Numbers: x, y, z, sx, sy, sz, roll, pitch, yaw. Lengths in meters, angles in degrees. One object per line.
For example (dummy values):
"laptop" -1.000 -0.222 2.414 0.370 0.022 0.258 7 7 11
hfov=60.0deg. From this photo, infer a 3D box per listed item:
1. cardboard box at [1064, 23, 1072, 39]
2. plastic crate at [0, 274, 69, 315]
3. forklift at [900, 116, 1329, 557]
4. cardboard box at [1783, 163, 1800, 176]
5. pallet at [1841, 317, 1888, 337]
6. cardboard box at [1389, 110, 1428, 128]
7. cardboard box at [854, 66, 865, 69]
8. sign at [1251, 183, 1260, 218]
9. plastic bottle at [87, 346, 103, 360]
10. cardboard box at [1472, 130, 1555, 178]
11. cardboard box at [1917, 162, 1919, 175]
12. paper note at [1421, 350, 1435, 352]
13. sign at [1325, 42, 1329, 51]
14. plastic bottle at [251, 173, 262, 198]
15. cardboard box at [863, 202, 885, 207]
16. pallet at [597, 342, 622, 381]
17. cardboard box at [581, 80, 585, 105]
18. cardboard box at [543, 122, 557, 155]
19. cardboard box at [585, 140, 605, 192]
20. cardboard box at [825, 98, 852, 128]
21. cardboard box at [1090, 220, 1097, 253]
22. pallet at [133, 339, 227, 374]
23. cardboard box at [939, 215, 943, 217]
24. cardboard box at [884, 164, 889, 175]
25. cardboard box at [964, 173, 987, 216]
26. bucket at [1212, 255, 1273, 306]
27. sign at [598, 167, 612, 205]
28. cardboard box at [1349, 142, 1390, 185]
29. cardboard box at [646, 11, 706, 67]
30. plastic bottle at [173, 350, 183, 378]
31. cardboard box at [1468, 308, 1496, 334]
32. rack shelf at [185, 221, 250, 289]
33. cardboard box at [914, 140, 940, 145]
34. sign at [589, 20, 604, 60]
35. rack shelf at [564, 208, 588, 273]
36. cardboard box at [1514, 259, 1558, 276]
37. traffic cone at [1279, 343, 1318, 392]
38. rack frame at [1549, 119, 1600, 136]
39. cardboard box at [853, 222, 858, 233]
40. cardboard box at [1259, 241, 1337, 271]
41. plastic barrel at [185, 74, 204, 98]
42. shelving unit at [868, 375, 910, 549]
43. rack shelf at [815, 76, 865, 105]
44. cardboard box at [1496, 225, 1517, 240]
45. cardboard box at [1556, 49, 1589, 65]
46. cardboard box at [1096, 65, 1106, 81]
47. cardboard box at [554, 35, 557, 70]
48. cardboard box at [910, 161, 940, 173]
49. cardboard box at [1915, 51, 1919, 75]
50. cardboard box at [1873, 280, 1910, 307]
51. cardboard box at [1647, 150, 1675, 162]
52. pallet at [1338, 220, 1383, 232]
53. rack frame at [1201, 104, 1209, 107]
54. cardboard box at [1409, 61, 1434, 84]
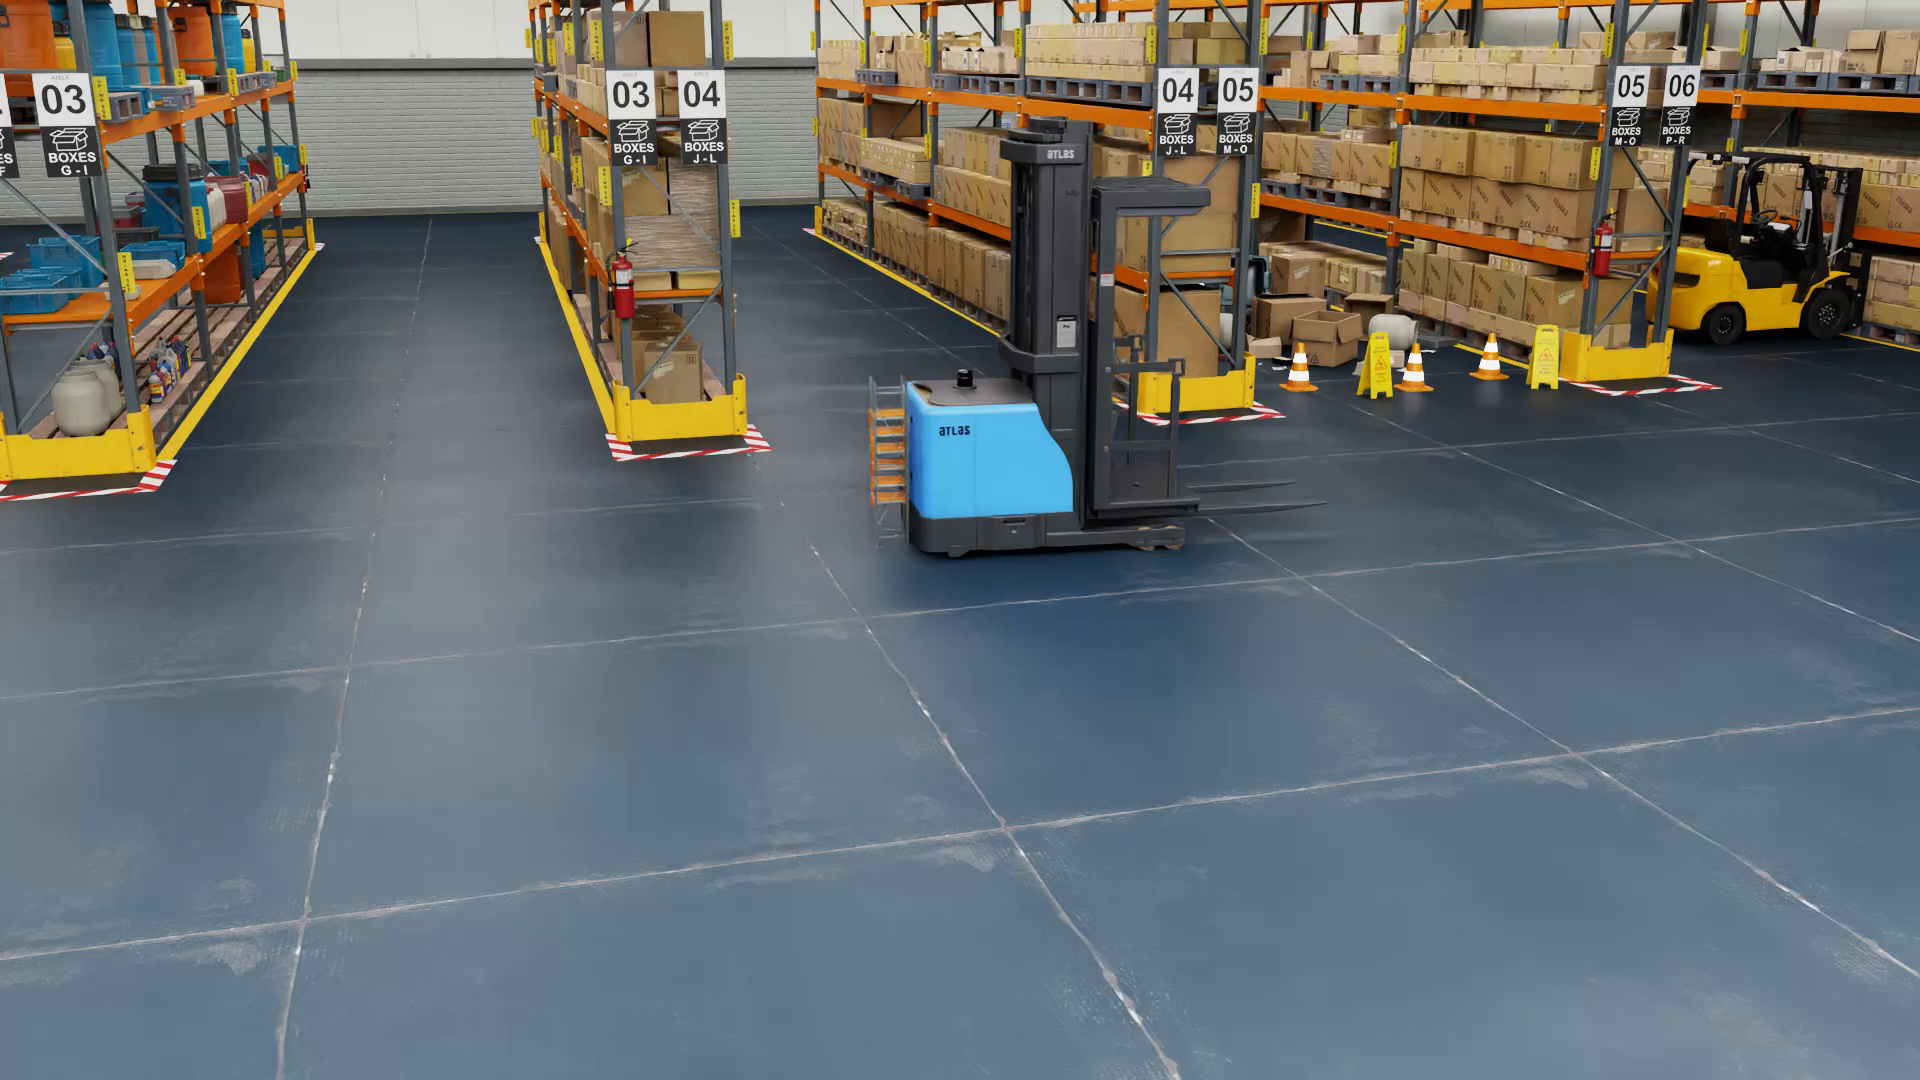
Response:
"cardboard box" 1.304 -5.321 17.385 0.380 0.149 0.250 -5 17 -15
"plastic crate" -7.705 -2.035 13.770 0.499 0.251 0.616 -5 17 -15
"forklift" 1.130 -1.473 11.763 3.031 2.935 1.130 -3 17 -10
"cardboard box" 10.685 -4.700 21.084 0.380 0.149 0.250 -4 17 -14
"pallet" 11.200 -2.769 20.804 1.003 0.211 1.213 -5 17 -15
"cardboard box" 8.331 -7.742 30.951 0.500 0.500 0.500 -5 17 -17
"cardboard box" -1.414 -7.545 26.904 0.500 0.250 0.500 -4 17 -14
"sign" 2.814 -3.242 15.887 0.100 0.325 0.005 -5 17 -15
"plastic bottle" -8.505 -1.731 16.341 0.144 0.351 0.185 -5 18 -18
"cardboard box" 6.286 -4.382 18.897 0.700 0.500 0.500 -5 17 -16
"cardboard box" 11.285 -4.279 19.165 0.380 0.149 0.250 -4 17 -14
"paper note" 5.394 -2.183 19.166 0.142 0.019 0.148 -12 20 -34
"sign" 5.334 -7.105 24.280 0.100 0.325 0.005 -5 17 -15
"plastic bottle" -9.960 -5.007 23.493 0.144 0.351 0.185 -5 17 -15
"cardboard box" -1.512 -5.955 29.753 0.380 0.149 0.250 -5 18 -17
"pallet" -3.399 -1.971 18.145 1.003 0.211 1.213 -5 17 -15
"cardboard box" -3.590 -4.563 16.976 0.500 0.250 0.500 -5 17 -16
"cardboard box" -6.333 -6.377 26.406 0.500 0.500 0.500 -5 17 -15
"cardboard box" -3.599 -3.876 17.211 0.500 0.500 0.500 -5 17 -15
"cardboard box" -2.105 -7.557 29.469 0.500 0.500 0.500 -4 17 -14
"cardboard box" 1.743 -3.376 17.717 0.875 0.550 0.500 -5 17 -15
"pallet" -8.633 -1.976 18.164 1.003 0.211 1.213 -5 17 -15
"cardboard box" -0.016 -4.673 24.606 0.500 0.250 0.500 -5 17 -16
"cardboard box" -0.923 -5.571 24.991 0.380 0.149 0.250 -6 18 -18
"cardboard box" 0.360 -4.444 21.359 0.500 0.500 0.500 -5 17 -16
"bucket" 3.434 -3.158 20.300 0.726 0.611 0.620 1 7 4
"sign" -3.057 -3.050 14.330 0.100 0.325 0.005 -5 17 -15
"cardboard box" 5.426 -4.911 21.665 0.500 0.500 0.500 -5 17 -15
"cardboard box" -2.666 -4.681 15.548 0.500 0.500 0.500 -5 17 -15
"plastic bottle" -7.788 -1.757 16.544 0.061 0.283 0.133 -4 17 -12
"cardboard box" 6.246 -2.541 19.246 0.500 0.250 0.500 -5 18 -17
"rack shelf" -8.929 -3.306 18.995 1.077 0.370 4.000 -5 17 -15
"cardboard box" -0.505 -6.118 25.777 0.380 0.149 0.250 -5 17 -15
"sign" -3.057 -4.205 13.983 0.100 0.325 0.005 -5 17 -15
"rack shelf" -4.167 -3.698 20.299 1.077 0.370 4.000 -5 17 -15
"cardboard box" 6.374 -3.017 18.402 0.380 0.149 0.250 -4 17 -14
"traffic cone" 3.498 -1.791 17.110 0.336 0.463 0.334 -5 17 -15
"rack frame" 9.584 -5.772 25.955 1.000 3.000 0.127 -5 17 -15
"cardboard box" -1.588 -5.253 27.934 0.380 0.149 0.250 -5 18 -17
"cardboard box" 4.958 -4.165 24.440 0.950 0.372 0.625 -6 18 -19
"plastic barrel" -8.905 -5.241 19.212 0.301 0.262 0.301 0 17 0
"shelving unit" -0.497 -0.546 11.682 0.258 1.200 0.189 -3 17 -10
"rack shelf" -1.569 -7.711 28.446 1.077 0.370 4.000 -5 17 -15
"cardboard box" 6.283 -3.481 18.762 0.380 0.149 0.250 -5 17 -16
"cardboard box" 6.512 -5.078 17.480 0.380 0.149 0.250 -5 17 -16
"cardboard box" 1.582 -4.659 16.567 0.380 0.149 0.250 -5 17 -16
"cardboard box" -5.647 -7.228 24.682 0.700 0.500 0.500 -4 17 -14
"cardboard box" -0.493 -5.284 23.517 0.380 0.149 0.250 -4 17 -14
"cardboard box" 11.193 -5.456 19.018 0.396 0.266 0.258 -5 17 -15
"cardboard box" 11.220 -2.933 19.682 0.500 0.250 0.500 -5 17 -16
"cardboard box" 9.996 -5.453 23.589 0.380 0.149 0.250 -5 17 -15
"pallet" 7.958 -6.071 31.798 1.003 0.211 1.213 -5 17 -15
"rack frame" 3.713 -6.485 28.328 1.000 3.000 0.127 -5 17 -15
"cardboard box" 5.769 -5.636 20.032 0.500 0.250 0.500 -5 17 -16
